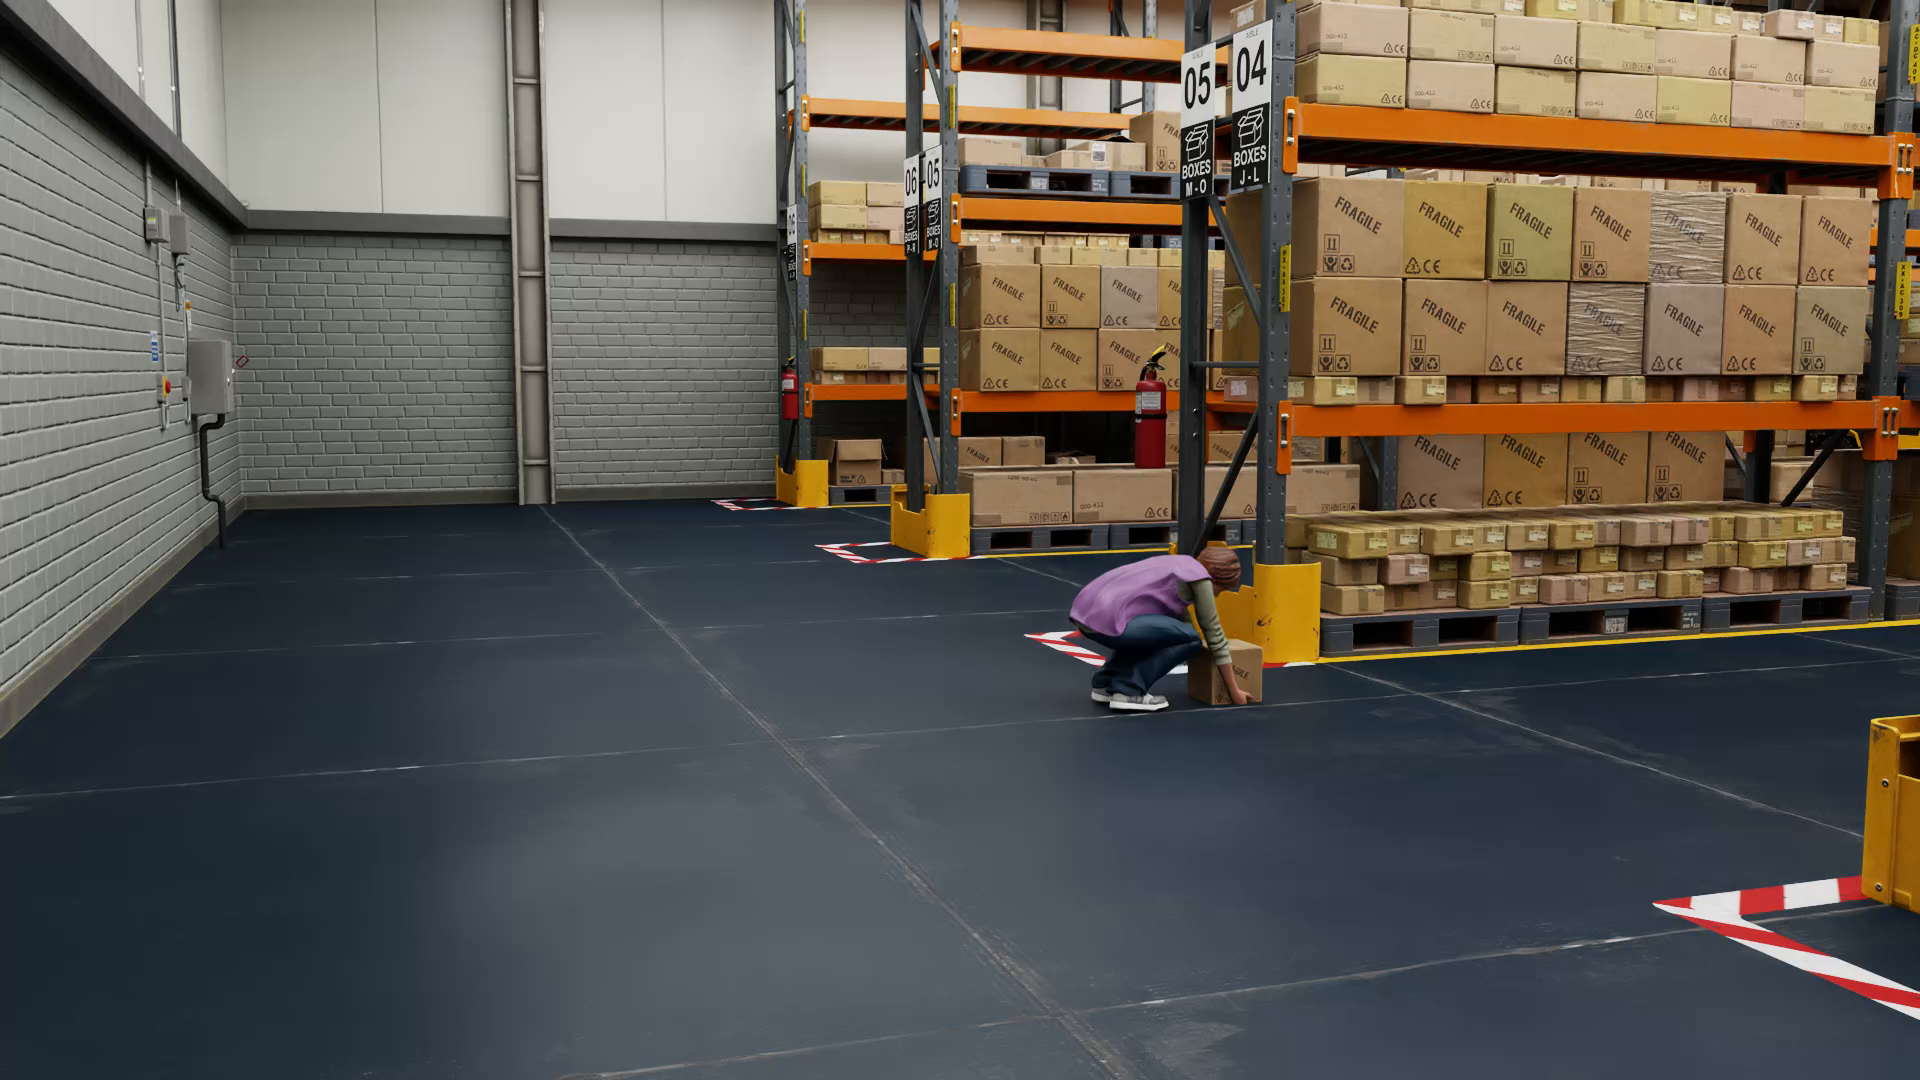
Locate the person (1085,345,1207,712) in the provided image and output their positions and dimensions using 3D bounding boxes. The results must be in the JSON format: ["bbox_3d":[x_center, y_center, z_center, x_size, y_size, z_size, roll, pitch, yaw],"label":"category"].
[{"bbox_3d":[0.803,-0.056,7.327,0.496,1.597,0.397,-2,6,-18],"label":"person"}]
